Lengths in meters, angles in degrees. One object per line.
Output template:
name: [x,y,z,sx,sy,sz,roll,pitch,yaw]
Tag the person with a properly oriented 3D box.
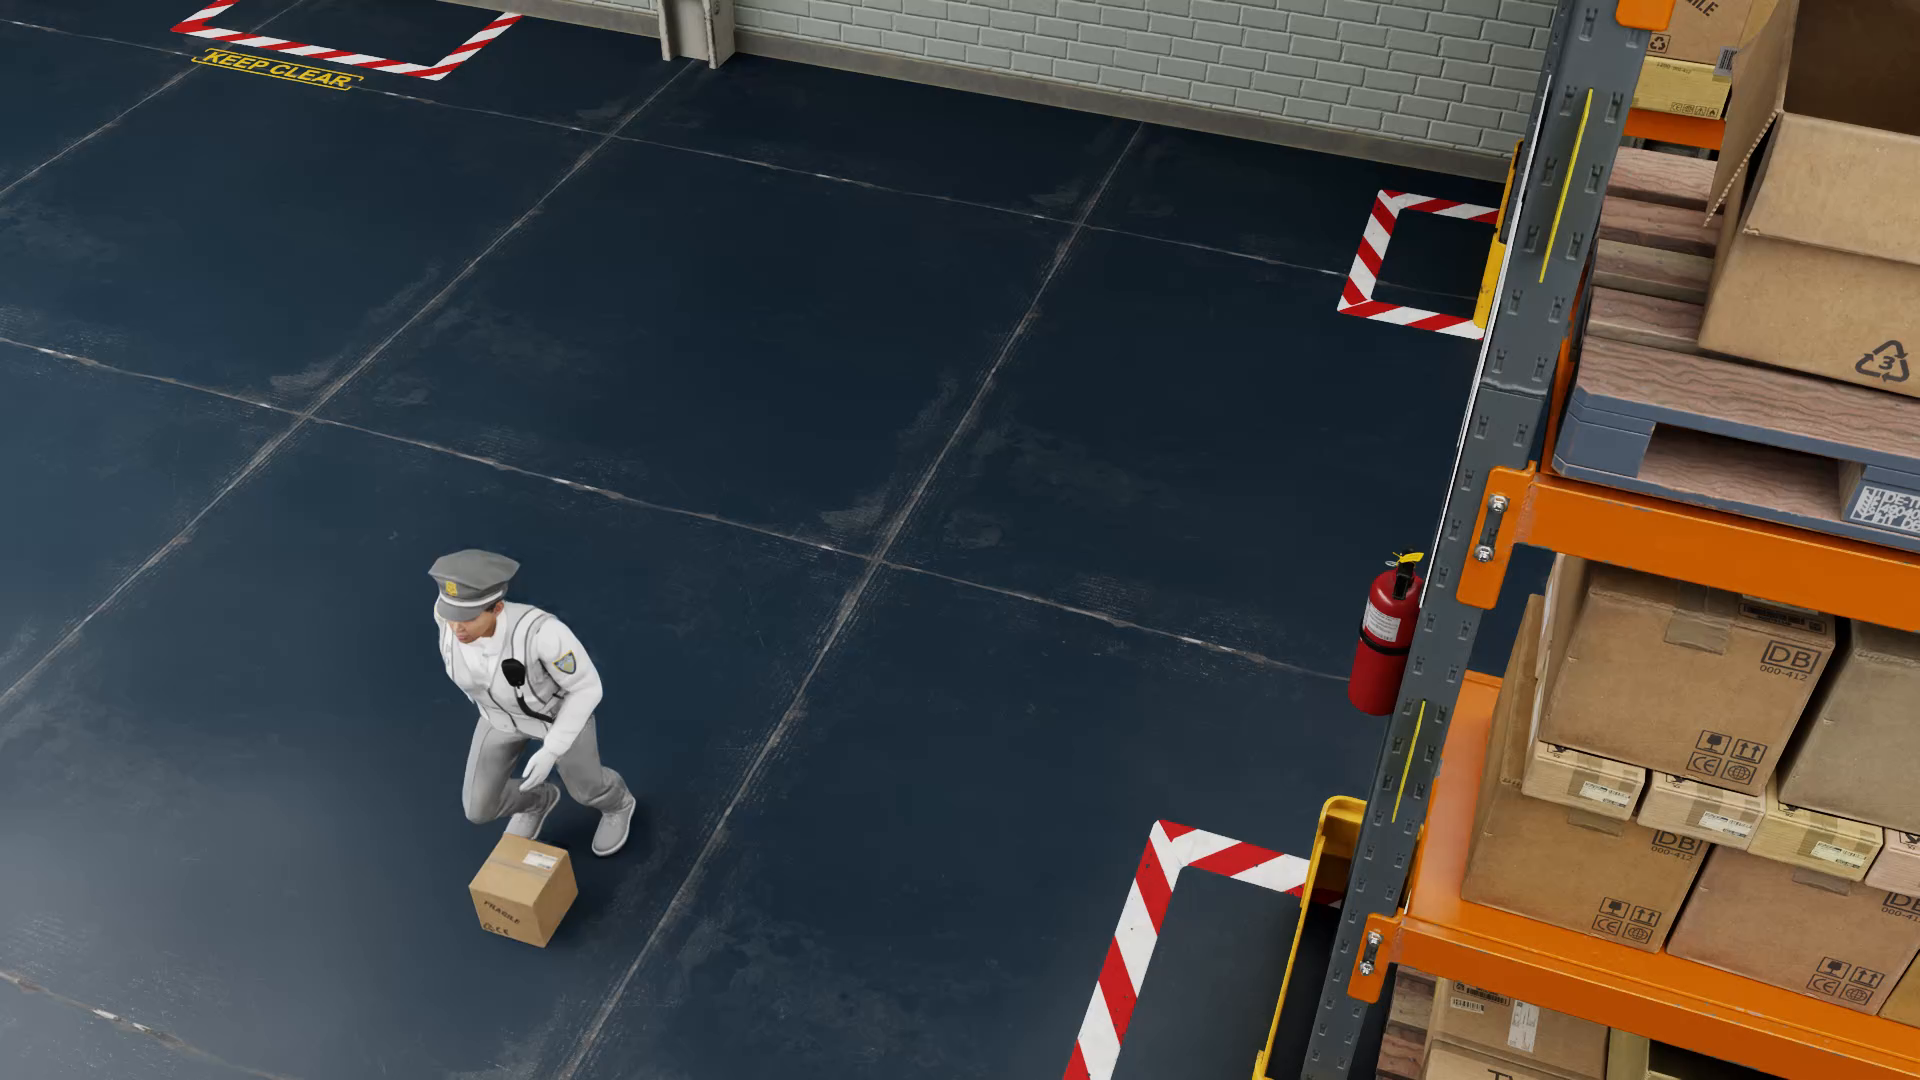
person: [-1.441,0.572,5.553,0.645,1.608,0.645,10,43,11]
